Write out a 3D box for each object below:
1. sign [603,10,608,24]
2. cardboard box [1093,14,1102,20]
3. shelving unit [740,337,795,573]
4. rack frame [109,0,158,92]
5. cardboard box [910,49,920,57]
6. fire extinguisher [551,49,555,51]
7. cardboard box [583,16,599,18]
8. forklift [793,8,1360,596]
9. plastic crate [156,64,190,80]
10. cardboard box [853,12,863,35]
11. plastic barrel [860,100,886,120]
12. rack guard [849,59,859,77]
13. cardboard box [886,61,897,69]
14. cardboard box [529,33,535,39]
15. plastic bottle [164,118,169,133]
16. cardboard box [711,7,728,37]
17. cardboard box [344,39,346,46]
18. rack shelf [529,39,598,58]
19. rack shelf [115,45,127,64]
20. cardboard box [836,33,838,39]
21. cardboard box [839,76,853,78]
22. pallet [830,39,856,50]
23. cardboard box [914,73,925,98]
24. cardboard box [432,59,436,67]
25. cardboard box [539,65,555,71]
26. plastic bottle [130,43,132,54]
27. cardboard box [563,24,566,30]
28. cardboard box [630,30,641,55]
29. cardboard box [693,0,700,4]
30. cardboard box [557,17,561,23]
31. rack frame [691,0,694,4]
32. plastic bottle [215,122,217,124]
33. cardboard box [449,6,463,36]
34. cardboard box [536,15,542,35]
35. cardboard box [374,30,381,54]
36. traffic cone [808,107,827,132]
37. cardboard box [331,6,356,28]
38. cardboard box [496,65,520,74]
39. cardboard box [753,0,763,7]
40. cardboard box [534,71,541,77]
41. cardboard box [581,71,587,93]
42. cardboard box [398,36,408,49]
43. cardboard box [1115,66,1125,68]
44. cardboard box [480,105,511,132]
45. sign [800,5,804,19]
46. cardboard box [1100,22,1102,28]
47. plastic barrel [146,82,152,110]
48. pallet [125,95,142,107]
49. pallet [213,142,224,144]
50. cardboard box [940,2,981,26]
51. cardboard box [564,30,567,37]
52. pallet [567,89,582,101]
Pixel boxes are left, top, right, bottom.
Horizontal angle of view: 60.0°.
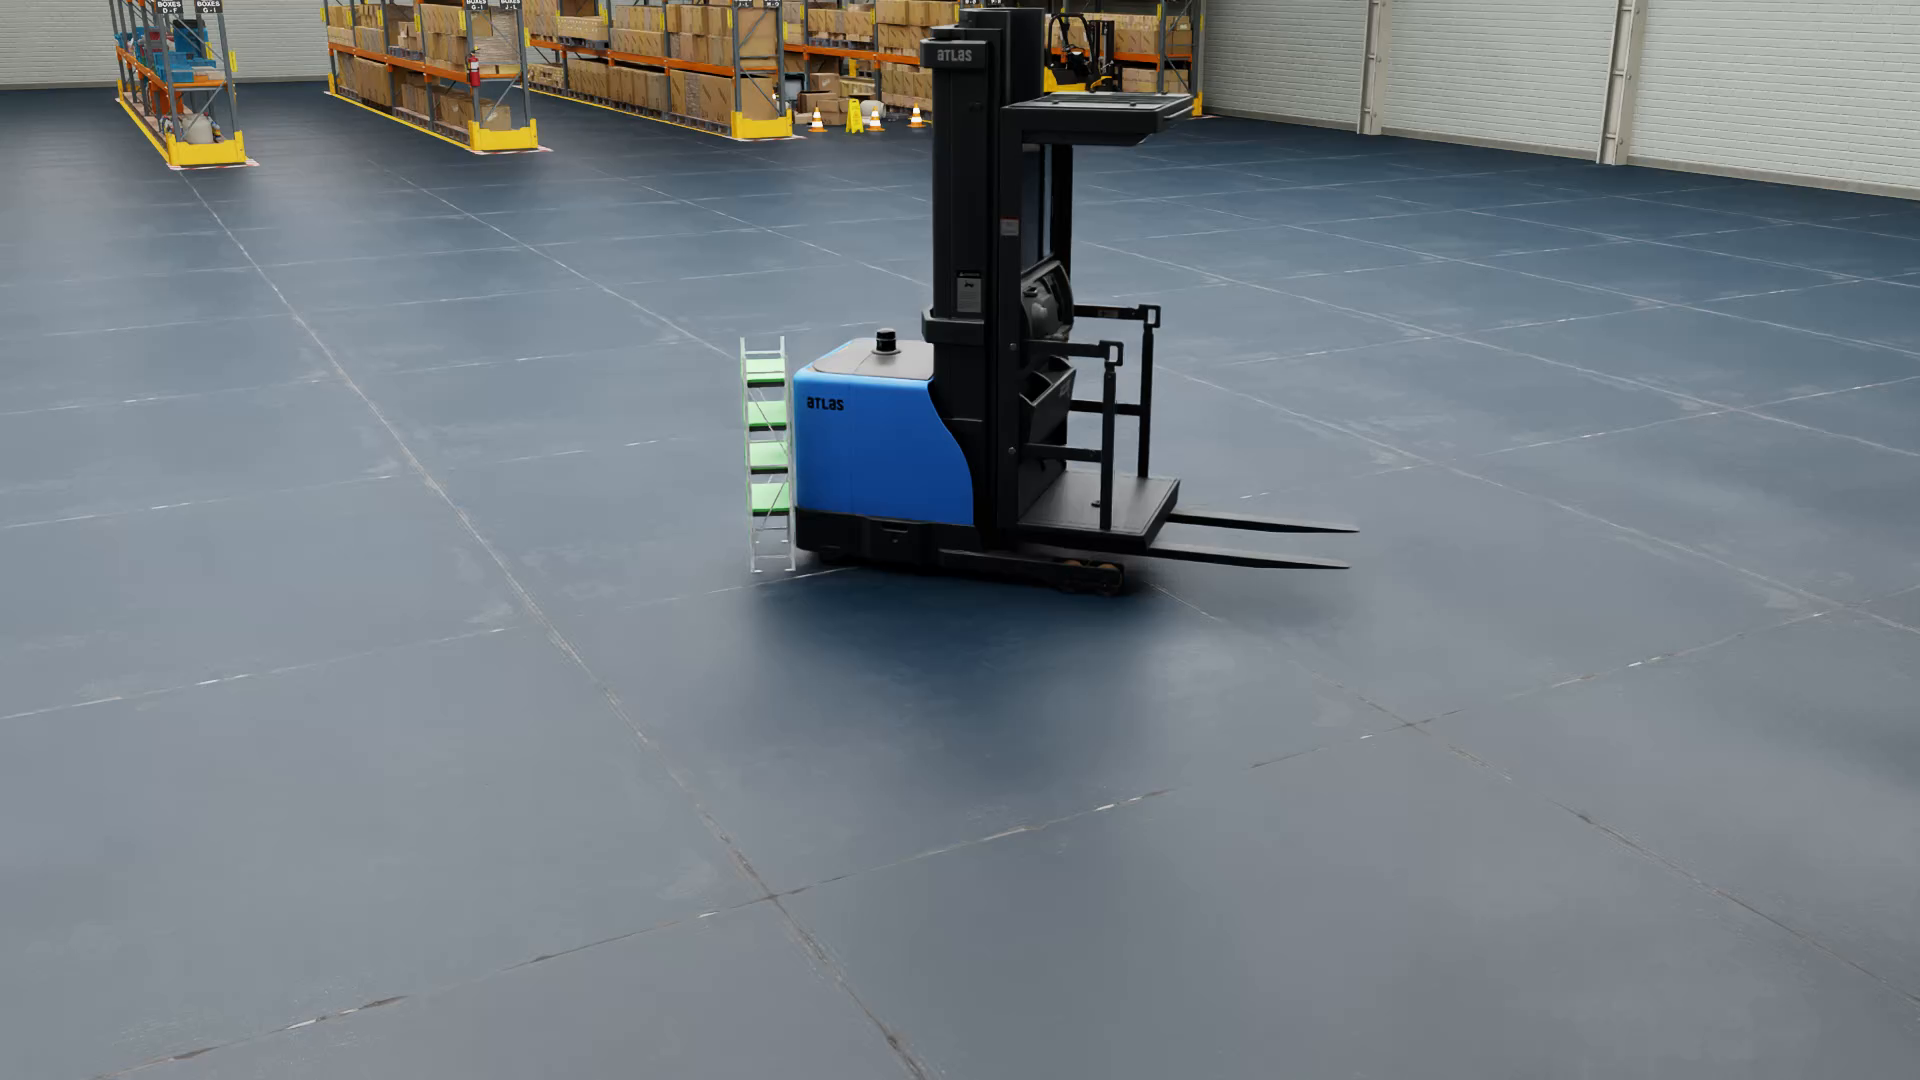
[{"bbox_3d":[-8.141,-12.011,38.187,0.100,0.325,0.005,-10,21,-27],"label":"sign"},{"bbox_3d":[3.309,-12.069,38.405,0.380,0.149,0.250,-10,22,-28],"label":"cardboard box"},{"bbox_3d":[-1.059,-0.474,9.167,0.258,1.200,0.503,-3,19,-8],"label":"shelving unit"},{"bbox_3d":[-20.238,-12.378,40.904,1.000,3.000,0.127,-10,21,-27],"label":"rack frame"},{"bbox_3d":[-0.849,-10.540,35.962,0.380,0.149,0.250,-10,21,-27],"label":"cardboard box"},{"bbox_3d":[-11.180,-13.815,45.760,0.296,0.674,0.183,-10,21,-27],"label":"fire extinguisher"},{"bbox_3d":[-9.205,-13.012,41.571,0.380,0.149,0.250,-9,21,-24],"label":"cardboard box"},{"bbox_3d":[0.655,-1.283,8.857,3.031,2.935,1.130,6,20,16],"label":"forklift"},{"bbox_3d":[-13.445,-7.999,28.442,0.499,0.251,0.408,-10,21,-27],"label":"plastic crate"},{"bbox_3d":[-2.118,-11.861,38.152,0.500,0.500,0.500,-10,21,-26],"label":"cardboard box"},{"bbox_3d":[-1.873,-9.227,35.724,0.512,0.421,0.421,4,19,11],"label":"plastic barrel"},{"bbox_3d":[-2.755,-14.246,50.151,1.175,0.500,0.348,-10,21,-27],"label":"rack guard"},{"bbox_3d":[-1.720,-13.727,48.002,0.700,0.500,0.500,-11,22,-29],"label":"cardboard box"},{"bbox_3d":[-11.363,-13.469,44.453,0.380,0.149,0.250,-11,22,-28],"label":"cardboard box"},{"bbox_3d":[-14.230,-7.416,29.912,0.144,0.351,0.185,-10,21,-27],"label":"plastic bottle"},{"bbox_3d":[-4.353,-10.129,32.500,0.875,0.550,0.550,-10,21,-27],"label":"cardboard box"},{"bbox_3d":[-14.902,-12.210,40.803,0.380,0.149,0.250,-10,21,-26],"label":"cardboard box"},{"bbox_3d":[-10.517,-12.970,43.723,1.077,0.370,4.000,-10,21,-27],"label":"rack shelf"},{"bbox_3d":[-19.289,-11.464,39.357,1.077,0.370,4.000,-10,21,-27],"label":"rack shelf"},{"bbox_3d":[-2.710,-11.955,39.419,0.380,0.149,0.250,-9,21,-25],"label":"cardboard box"},{"bbox_3d":[-3.100,-11.176,40.806,0.950,0.372,0.625,-12,22,-30],"label":"cardboard box"},{"bbox_3d":[-2.383,-11.731,39.323,1.003,0.211,1.213,-10,21,-27],"label":"pallet"},{"bbox_3d":[-0.654,-9.825,35.927,0.500,0.500,0.500,-11,22,-28],"label":"cardboard box"},{"bbox_3d":[-10.093,-9.332,32.462,0.380,0.149,0.250,-10,21,-27],"label":"cardboard box"},{"bbox_3d":[-10.959,-12.521,44.134,0.380,0.149,0.250,-9,21,-25],"label":"cardboard box"},{"bbox_3d":[-17.905,-10.647,36.077,0.152,0.276,0.135,-10,21,-27],"label":"plastic bottle"},{"bbox_3d":[-9.537,-12.624,40.902,0.380,0.149,0.250,-9,21,-25],"label":"cardboard box"},{"bbox_3d":[-6.974,-11.030,36.846,0.500,0.500,0.500,-10,22,-27],"label":"cardboard box"},{"bbox_3d":[-7.181,-15.018,46.869,0.500,0.500,0.500,-11,22,-28],"label":"cardboard box"},{"bbox_3d":[-9.785,-12.913,41.283,0.380,0.149,0.250,-9,21,-24],"label":"cardboard box"},{"bbox_3d":[-7.158,-14.680,47.575,1.000,3.000,0.127,-10,21,-27],"label":"rack frame"},{"bbox_3d":[-13.319,-7.345,29.809,0.061,0.283,0.133,-10,21,-26],"label":"plastic bottle"},{"bbox_3d":[-9.003,-9.475,30.348,0.500,0.500,0.500,-10,21,-27],"label":"cardboard box"},{"bbox_3d":[-10.751,-13.463,43.439,0.500,0.500,0.500,-11,22,-28],"label":"cardboard box"},{"bbox_3d":[-12.765,-11.143,37.172,0.500,0.500,0.500,-10,22,-27],"label":"cardboard box"},{"bbox_3d":[-2.871,-8.464,33.452,0.336,0.463,0.334,-10,21,-27],"label":"traffic cone"},{"bbox_3d":[-15.400,-13.098,41.616,0.500,0.500,0.500,-11,22,-28],"label":"cardboard box"},{"bbox_3d":[-8.207,-8.552,30.201,0.380,0.149,0.250,-10,21,-27],"label":"cardboard box"},{"bbox_3d":[-5.037,-13.739,43.162,0.500,0.500,0.500,-10,21,-27],"label":"cardboard box"},{"bbox_3d":[-11.143,-12.451,44.387,0.380,0.149,0.250,-9,21,-25],"label":"cardboard box"},{"bbox_3d":[-8.936,-11.200,40.678,0.500,0.500,0.500,-10,21,-26],"label":"cardboard box"},{"bbox_3d":[-11.487,-10.459,34.930,0.500,0.250,0.500,-11,22,-28],"label":"cardboard box"},{"bbox_3d":[3.583,-10.748,38.218,0.500,0.250,0.500,-10,22,-28],"label":"cardboard box"},{"bbox_3d":[-8.563,-7.751,30.682,0.500,0.500,0.500,-6,20,-17],"label":"cardboard box"},{"bbox_3d":[-3.846,-12.844,40.479,0.100,0.325,0.005,-10,21,-27],"label":"sign"},{"bbox_3d":[3.409,-11.855,38.240,0.380,0.149,0.250,-11,22,-28],"label":"cardboard box"},{"bbox_3d":[-17.223,-9.602,35.912,0.600,0.588,0.708,-10,21,-27],"label":"plastic barrel"},{"bbox_3d":[-19.306,-10.467,39.641,1.003,0.211,1.213,-10,21,-27],"label":"pallet"},{"bbox_3d":[-13.099,-6.715,28.768,1.003,0.211,1.213,-10,21,-27],"label":"pallet"},{"bbox_3d":[0.005,-10.860,34.364,0.700,0.500,0.500,-11,22,-28],"label":"cardboard box"},{"bbox_3d":[-9.533,-12.480,40.942,0.380,0.149,0.250,-10,21,-26],"label":"cardboard box"},{"bbox_3d":[-9.196,-11.194,41.750,1.003,0.211,1.213,-10,21,-27],"label":"pallet"}]
